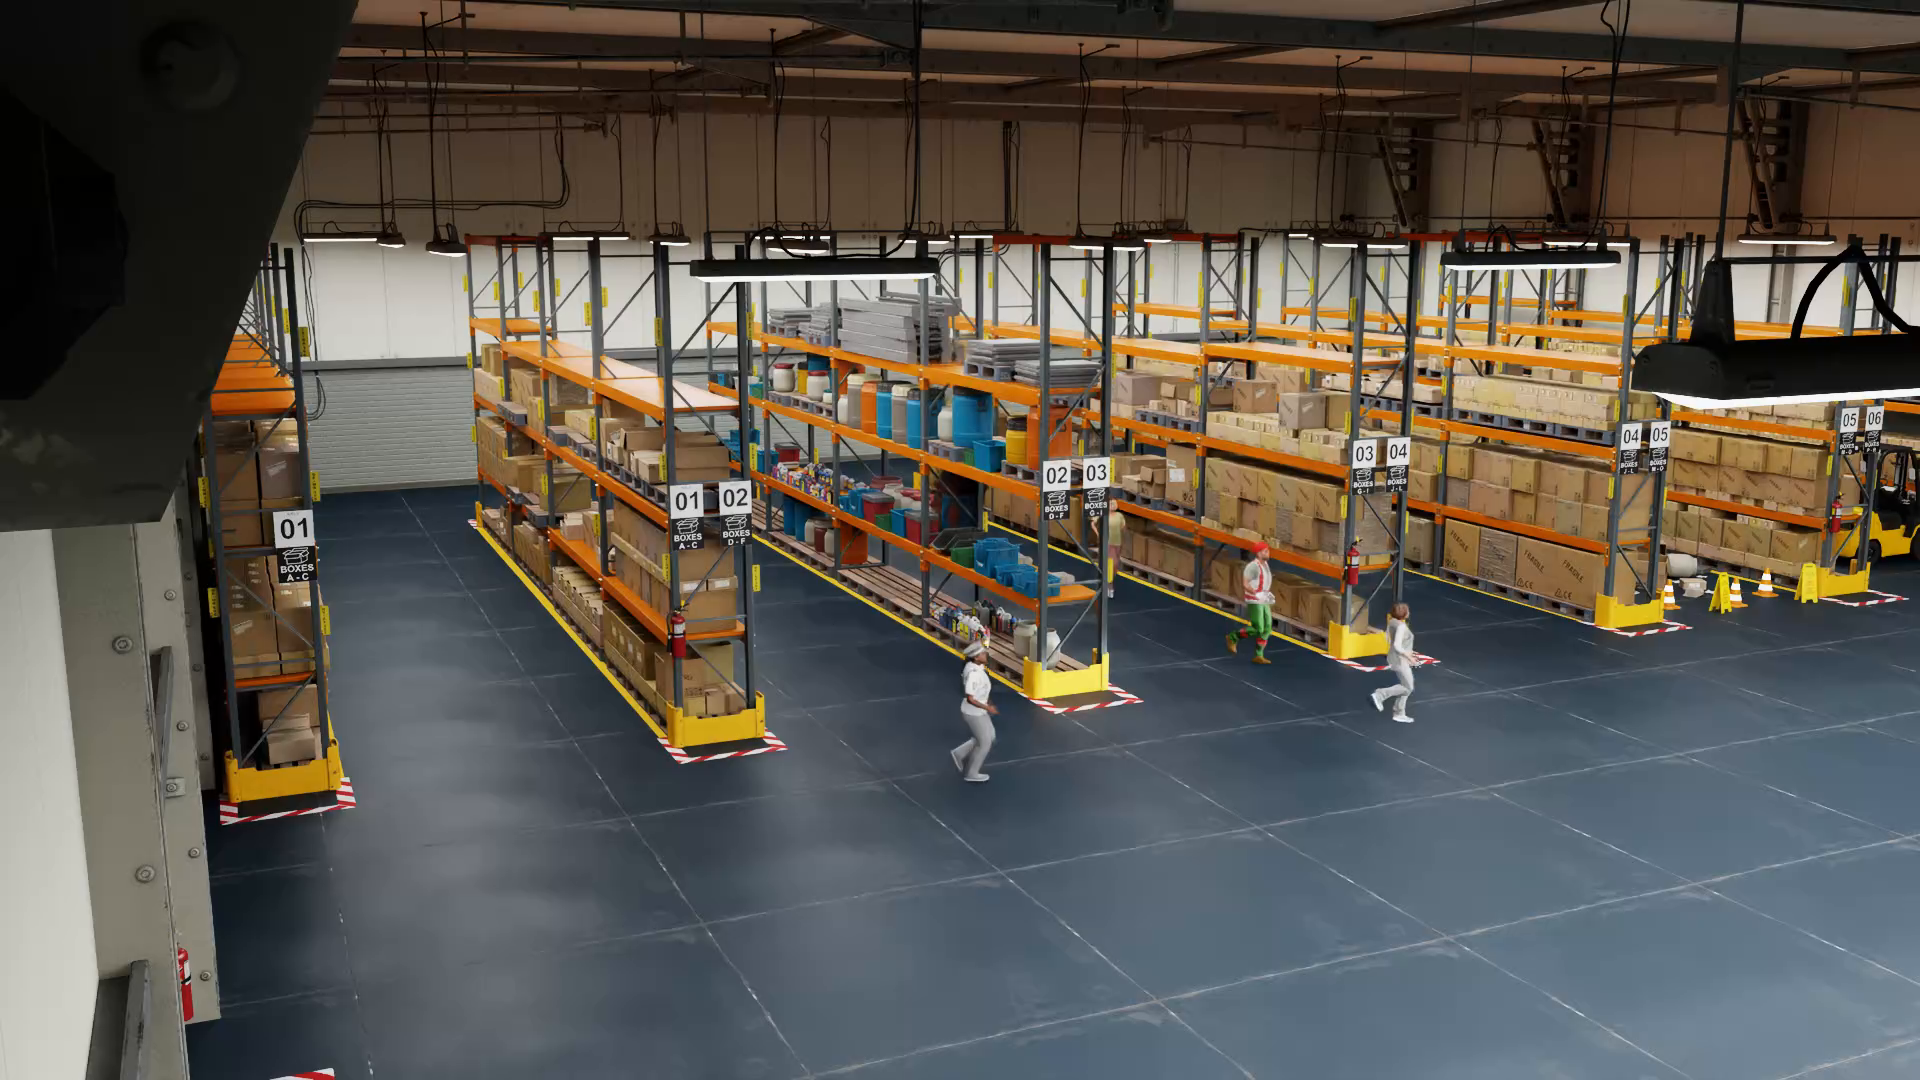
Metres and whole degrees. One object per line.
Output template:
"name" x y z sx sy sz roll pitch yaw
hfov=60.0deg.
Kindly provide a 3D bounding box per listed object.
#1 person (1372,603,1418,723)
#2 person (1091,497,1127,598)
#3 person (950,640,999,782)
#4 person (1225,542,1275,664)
"person" 5.501 1.557 21.076 0.577 1.563 0.536 0 11 -2
"person" 2.565 0.130 28.152 0.559 1.691 0.661 -5 12 -24
"person" 0.166 1.939 18.800 0.550 1.649 0.555 0 11 -1
"person" 4.258 0.878 24.029 0.709 1.743 0.704 7 13 33
